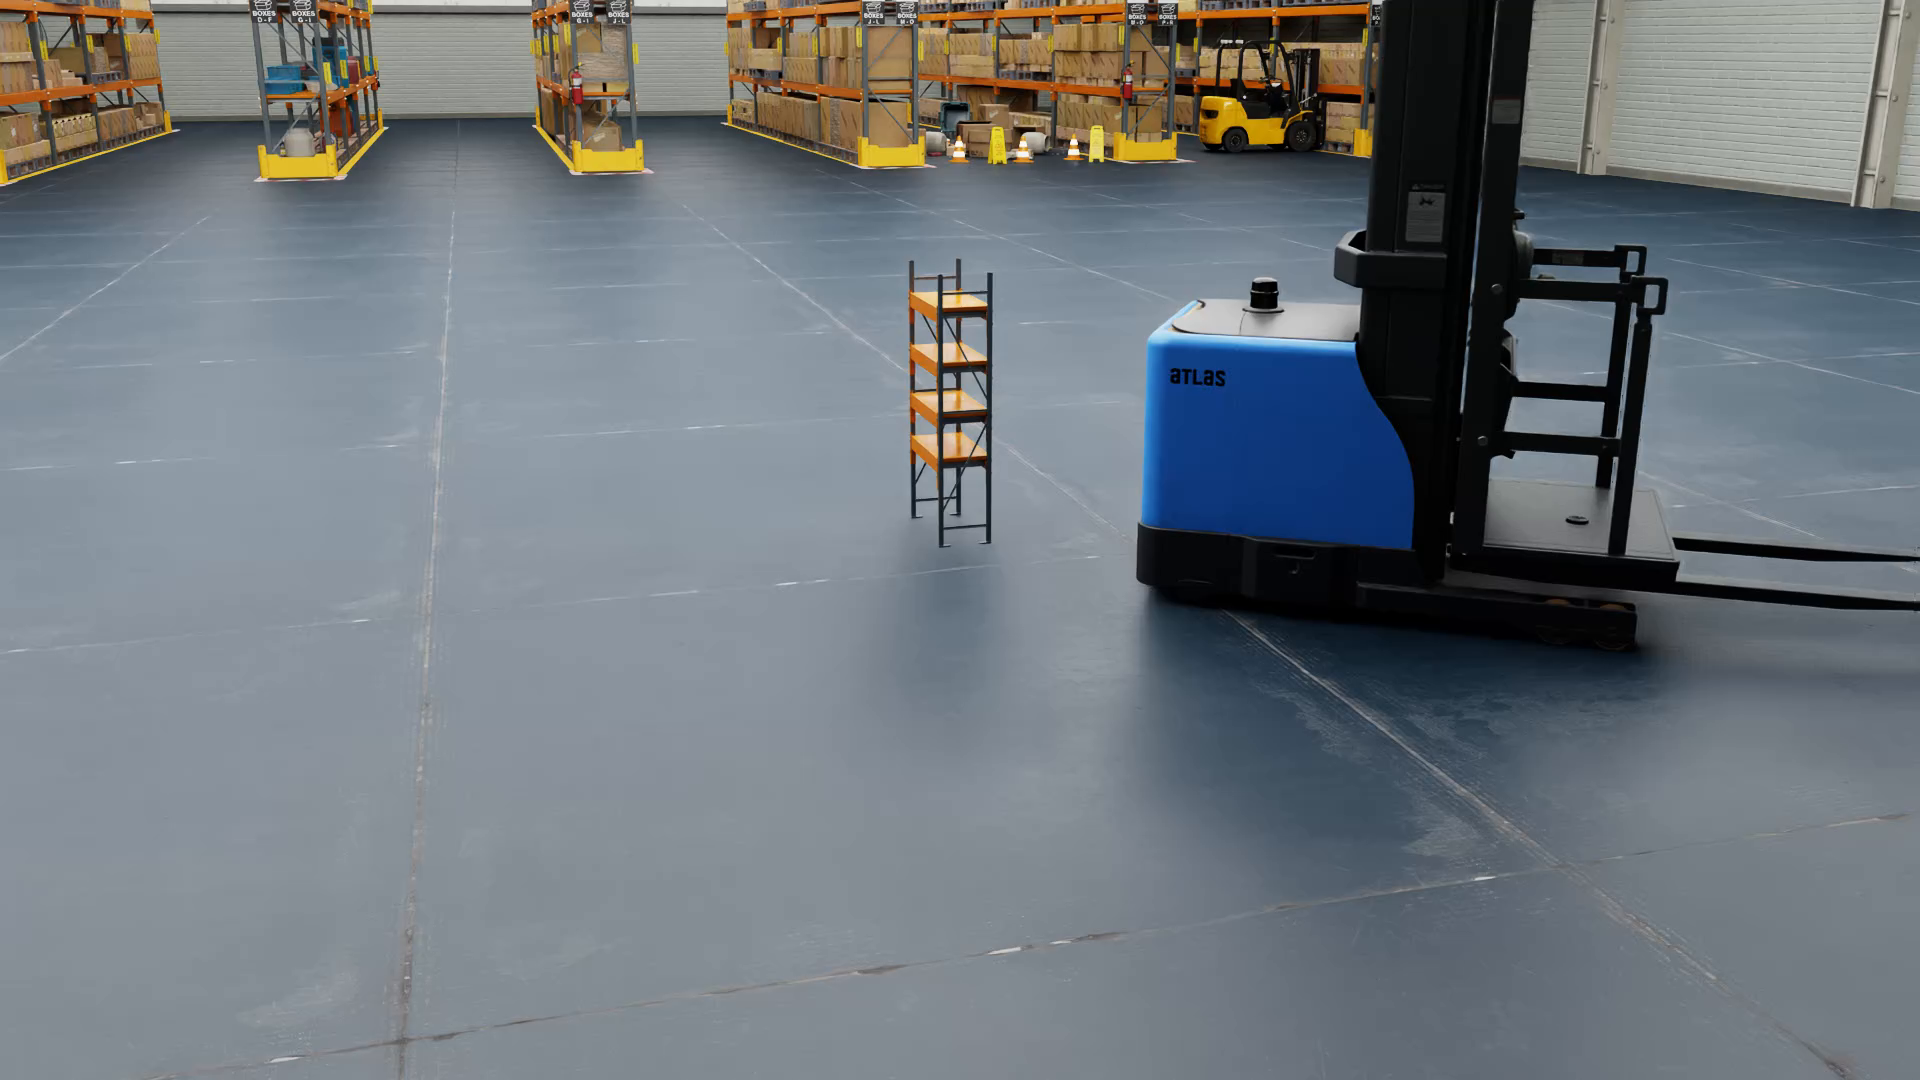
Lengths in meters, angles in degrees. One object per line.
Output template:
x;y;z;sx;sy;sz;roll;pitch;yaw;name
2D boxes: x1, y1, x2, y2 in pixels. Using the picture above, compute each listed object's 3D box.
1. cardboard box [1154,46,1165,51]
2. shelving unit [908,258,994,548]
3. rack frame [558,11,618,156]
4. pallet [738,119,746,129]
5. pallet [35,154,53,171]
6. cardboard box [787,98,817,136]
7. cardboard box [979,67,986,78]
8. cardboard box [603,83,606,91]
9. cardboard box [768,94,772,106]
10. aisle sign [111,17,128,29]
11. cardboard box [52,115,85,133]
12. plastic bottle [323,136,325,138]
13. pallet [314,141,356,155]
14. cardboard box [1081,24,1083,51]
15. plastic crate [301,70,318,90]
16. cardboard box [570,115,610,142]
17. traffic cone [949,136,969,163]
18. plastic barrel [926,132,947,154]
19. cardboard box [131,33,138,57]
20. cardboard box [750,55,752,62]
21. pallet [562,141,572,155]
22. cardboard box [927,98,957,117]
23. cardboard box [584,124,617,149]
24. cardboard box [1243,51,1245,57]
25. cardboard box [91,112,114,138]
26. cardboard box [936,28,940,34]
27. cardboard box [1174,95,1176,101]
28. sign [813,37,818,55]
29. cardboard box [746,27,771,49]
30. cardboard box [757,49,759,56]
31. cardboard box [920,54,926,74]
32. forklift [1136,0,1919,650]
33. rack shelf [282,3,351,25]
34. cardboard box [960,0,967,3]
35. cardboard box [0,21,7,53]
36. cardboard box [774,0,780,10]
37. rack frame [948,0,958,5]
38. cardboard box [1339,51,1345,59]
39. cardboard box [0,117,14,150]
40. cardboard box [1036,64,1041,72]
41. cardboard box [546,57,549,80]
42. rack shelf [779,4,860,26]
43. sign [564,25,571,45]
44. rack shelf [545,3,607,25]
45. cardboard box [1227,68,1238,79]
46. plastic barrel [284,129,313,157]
5.248;-12.025;41.365;0.700;0.500;0.500;-5;17;-16;cardboard box
-0.045;-0.620;7.432;0.258;1.200;0.503;-5;17;-15;shelving unit
-7.129;-8.898;31.859;1.000;3.000;0.127;-5;17;-15;rack frame
-5.089;-10.660;42.574;1.003;0.211;1.213;-5;17;-15;pallet
-16.477;-6.557;28.913;1.003;0.211;1.213;-5;17;-15;pallet
-3.108;-9.075;35.629;1.050;0.750;0.750;-4;17;-14;cardboard box
0.756;-10.975;39.036;0.500;0.250;0.500;-4;17;-14;cardboard box
-6.072;-7.977;29.231;0.380;0.149;0.250;-5;17;-15;cardboard box
-4.146;-10.180;38.441;0.500;0.250;0.500;-4;17;-14;cardboard box
-20.254;-12.675;39.917;0.394;0.787;0.004;-5;17;-15;aisle sign
-17.089;-7.966;31.833;0.500;0.311;0.500;-5;17;-16;cardboard box
-11.388;-7.103;29.841;0.061;0.283;0.133;-5;17;-15;plastic bottle
-12.484;-7.723;32.795;1.003;0.211;1.213;-5;17;-15;pallet
2.773;-9.790;32.402;0.700;0.500;0.500;-5;17;-16;cardboard box
-11.870;-8.321;30.048;0.767;0.338;0.504;-5;17;-15;plastic crate
-7.278;-8.083;32.726;0.700;0.500;0.500;-6;18;-20;cardboard box
-0.014;-7.199;30.615;0.336;0.463;0.334;-5;17;-15;traffic cone
-0.546;-7.835;32.801;0.512;0.421;0.421;7;18;23;plastic barrel
-18.855;-11.150;37.446;0.500;0.500;0.500;-5;18;-17;cardboard box
-4.792;-11.481;39.649;0.380;0.149;0.250;-5;17;-16;cardboard box
-7.345;-7.777;32.976;1.003;0.211;1.213;-5;17;-15;pallet
-0.362;-11.547;44.403;0.875;0.438;0.875;-4;17;-14;cardboard box
-6.383;-7.132;29.595;0.500;0.500;0.500;0;17;-1;cardboard box
6.484;-10.861;37.094;0.380;0.149;0.250;-5;17;-15;cardboard box
-17.754;-8.528;34.209;0.500;0.500;0.500;-5;18;-17;cardboard box
-0.408;-13.078;42.735;0.380;0.149;0.250;-5;17;-16;cardboard box
5.459;-10.907;41.036;0.380;0.149;0.250;-5;17;-16;cardboard box
-2.852;-9.733;32.764;0.100;0.325;0.005;-5;17;-15;sign
-4.920;-12.252;40.599;0.500;0.500;0.500;-5;18;-17;cardboard box
-4.509;-11.337;38.654;0.380;0.149;0.250;-4;17;-13;cardboard box
-0.755;-12.613;44.054;0.500;0.500;0.500;-5;17;-16;cardboard box
2.283;-1.171;6.254;3.031;2.935;1.130;5;17;17;forklift
-12.441;-10.151;32.069;1.077;0.370;4.000;-5;17;-15;rack shelf
0.212;-13.042;40.118;0.380;0.166;0.250;-6;18;-19;cardboard box
-16.114;-8.246;27.260;0.700;0.500;0.500;-5;17;-15;cardboard box
-3.833;-11.991;36.768;0.500;0.500;0.500;-5;17;-15;cardboard box
0.200;-14.767;40.971;1.000;3.000;0.127;-5;17;-15;rack frame
7.737;-9.615;32.945;0.380;0.149;0.250;-5;17;-16;cardboard box
-15.629;-6.556;26.811;0.500;0.500;0.500;-5;17;-15;cardboard box
1.831;-10.025;35.319;0.380;0.149;0.250;-5;17;-16;cardboard box
-8.880;-10.451;36.855;0.500;0.500;0.500;-5;18;-17;cardboard box
-2.882;-10.907;34.585;1.077;0.370;4.000;-5;17;-15;rack shelf
-6.569;-8.459;27.836;0.100;0.325;0.005;-5;17;-15;sign
-7.679;-10.543;33.372;1.077;0.370;4.000;-5;17;-15;rack shelf
6.381;-10.542;37.594;0.500;0.250;0.500;-4;17;-13;cardboard box
-11.047;-6.585;27.755;0.421;0.512;0.421;0;17;0;plastic barrel
